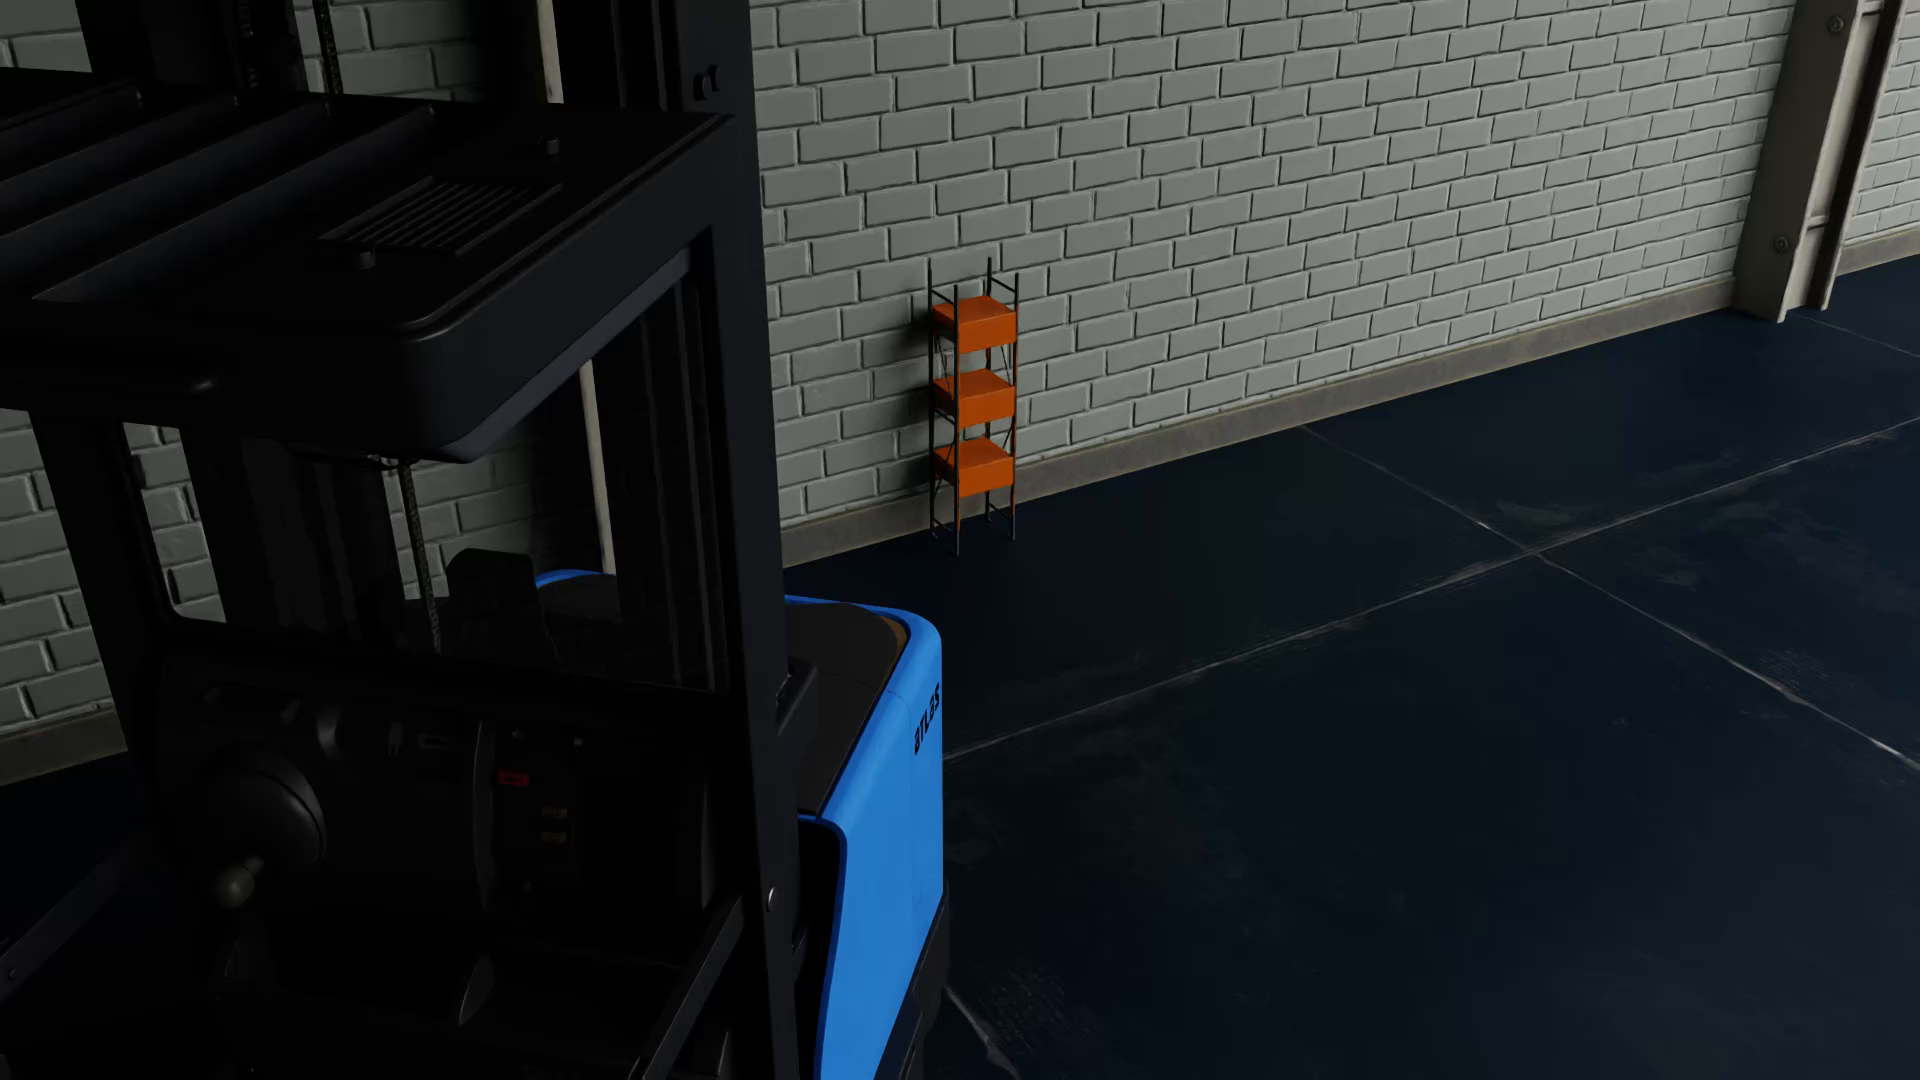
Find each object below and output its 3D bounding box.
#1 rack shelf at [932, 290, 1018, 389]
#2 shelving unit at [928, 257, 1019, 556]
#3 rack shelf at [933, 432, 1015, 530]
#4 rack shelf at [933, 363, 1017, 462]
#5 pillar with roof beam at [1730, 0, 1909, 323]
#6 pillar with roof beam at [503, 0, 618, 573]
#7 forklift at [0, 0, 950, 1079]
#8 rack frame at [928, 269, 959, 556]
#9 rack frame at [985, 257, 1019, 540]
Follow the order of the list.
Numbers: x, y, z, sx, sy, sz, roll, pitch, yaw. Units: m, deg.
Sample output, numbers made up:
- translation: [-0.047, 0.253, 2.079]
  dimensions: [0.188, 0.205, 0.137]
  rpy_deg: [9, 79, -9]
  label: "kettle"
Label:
- translation: [0.046, -0.712, 5.888]
  dimensions: [0.240, 0.259, 0.215]
  rpy_deg: [-16, 33, -26]
  label: "rack shelf"
- translation: [0.046, -0.473, 6.020]
  dimensions: [0.252, 1.050, 0.215]
  rpy_deg: [-16, 33, -26]
  label: "shelving unit"
- translation: [0.046, -0.220, 6.159]
  dimensions: [0.240, 0.259, 0.215]
  rpy_deg: [-16, 33, -26]
  label: "rack shelf"
- translation: [0.046, -0.463, 6.025]
  dimensions: [0.240, 0.259, 0.215]
  rpy_deg: [-16, 33, -26]
  label: "rack shelf"
- translation: [6.295, -3.326, 2.964]
  dimensions: [0.400, 9.000, 9.100]
  rpy_deg: [-16, 33, -26]
  label: "pillar with roof beam"
- translation: [1.122, -1.858, 0.303]
  dimensions: [0.400, 9.000, 9.100]
  rpy_deg: [-16, 33, -26]
  label: "pillar with roof beam"
- translation: [-0.871, 0.456, 2.391]
  dimensions: [1.130, 2.935, 3.031]
  rpy_deg: [7, 30, 12]
  label: "forklift"
- translation: [-0.059, -0.443, 5.966]
  dimensions: [0.008, 1.050, 0.200]
  rpy_deg: [-16, 33, -26]
  label: "rack frame"
- translation: [0.151, -0.503, 6.074]
  dimensions: [0.008, 1.050, 0.200]
  rpy_deg: [-16, 33, -26]
  label: "rack frame"
